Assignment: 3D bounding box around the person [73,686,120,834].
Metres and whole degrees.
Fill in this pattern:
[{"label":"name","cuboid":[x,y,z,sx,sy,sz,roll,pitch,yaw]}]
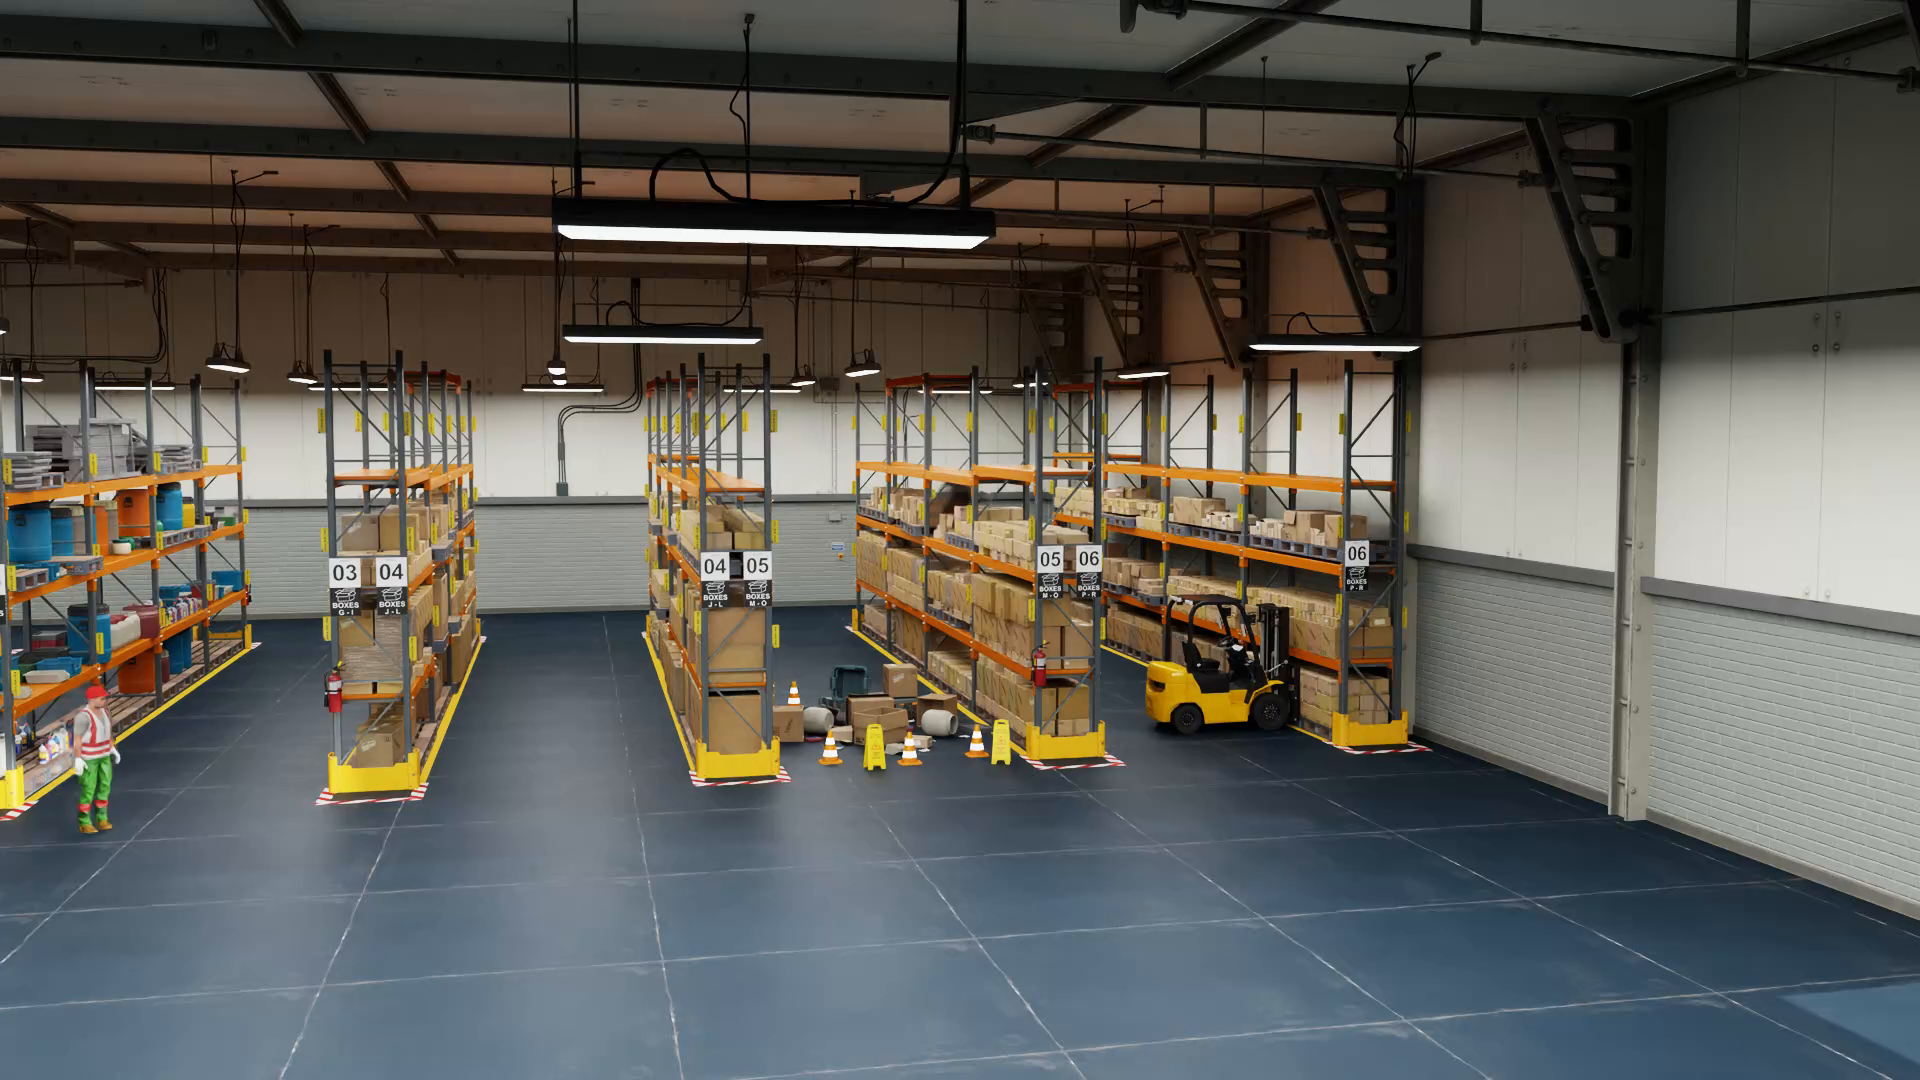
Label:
[{"label":"person","cuboid":[-10.636,2.688,20.449,0.399,1.803,0.582,1,4,14]}]
